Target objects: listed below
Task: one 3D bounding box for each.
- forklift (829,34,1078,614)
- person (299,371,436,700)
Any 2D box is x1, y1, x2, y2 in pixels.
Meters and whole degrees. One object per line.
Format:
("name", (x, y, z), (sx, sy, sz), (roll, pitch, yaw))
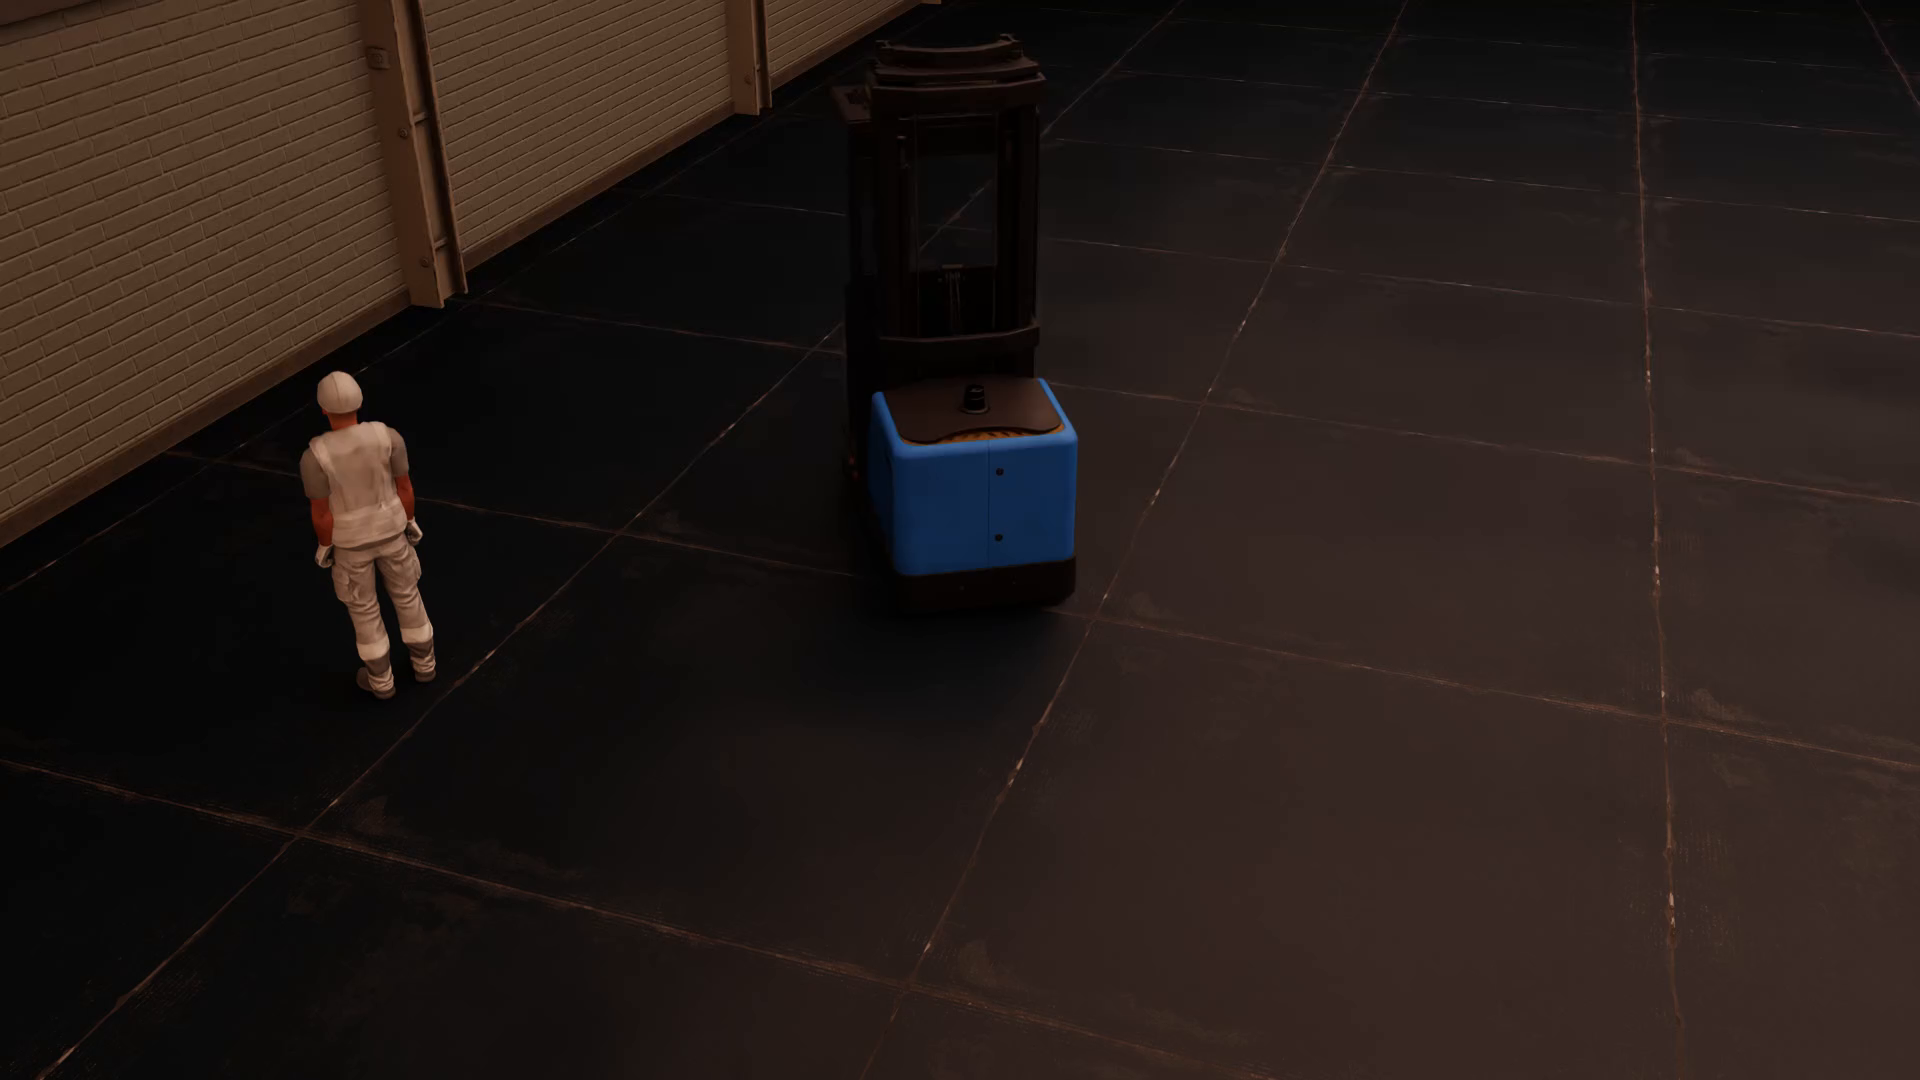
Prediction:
("forklift", (-0.146, -1.578, 9.904), (1.130, 2.935, 3.031), (-6, 30, -10))
("person", (-2.979, -0.026, 8.336), (0.525, 1.795, 0.367), (-20, 35, -31))
